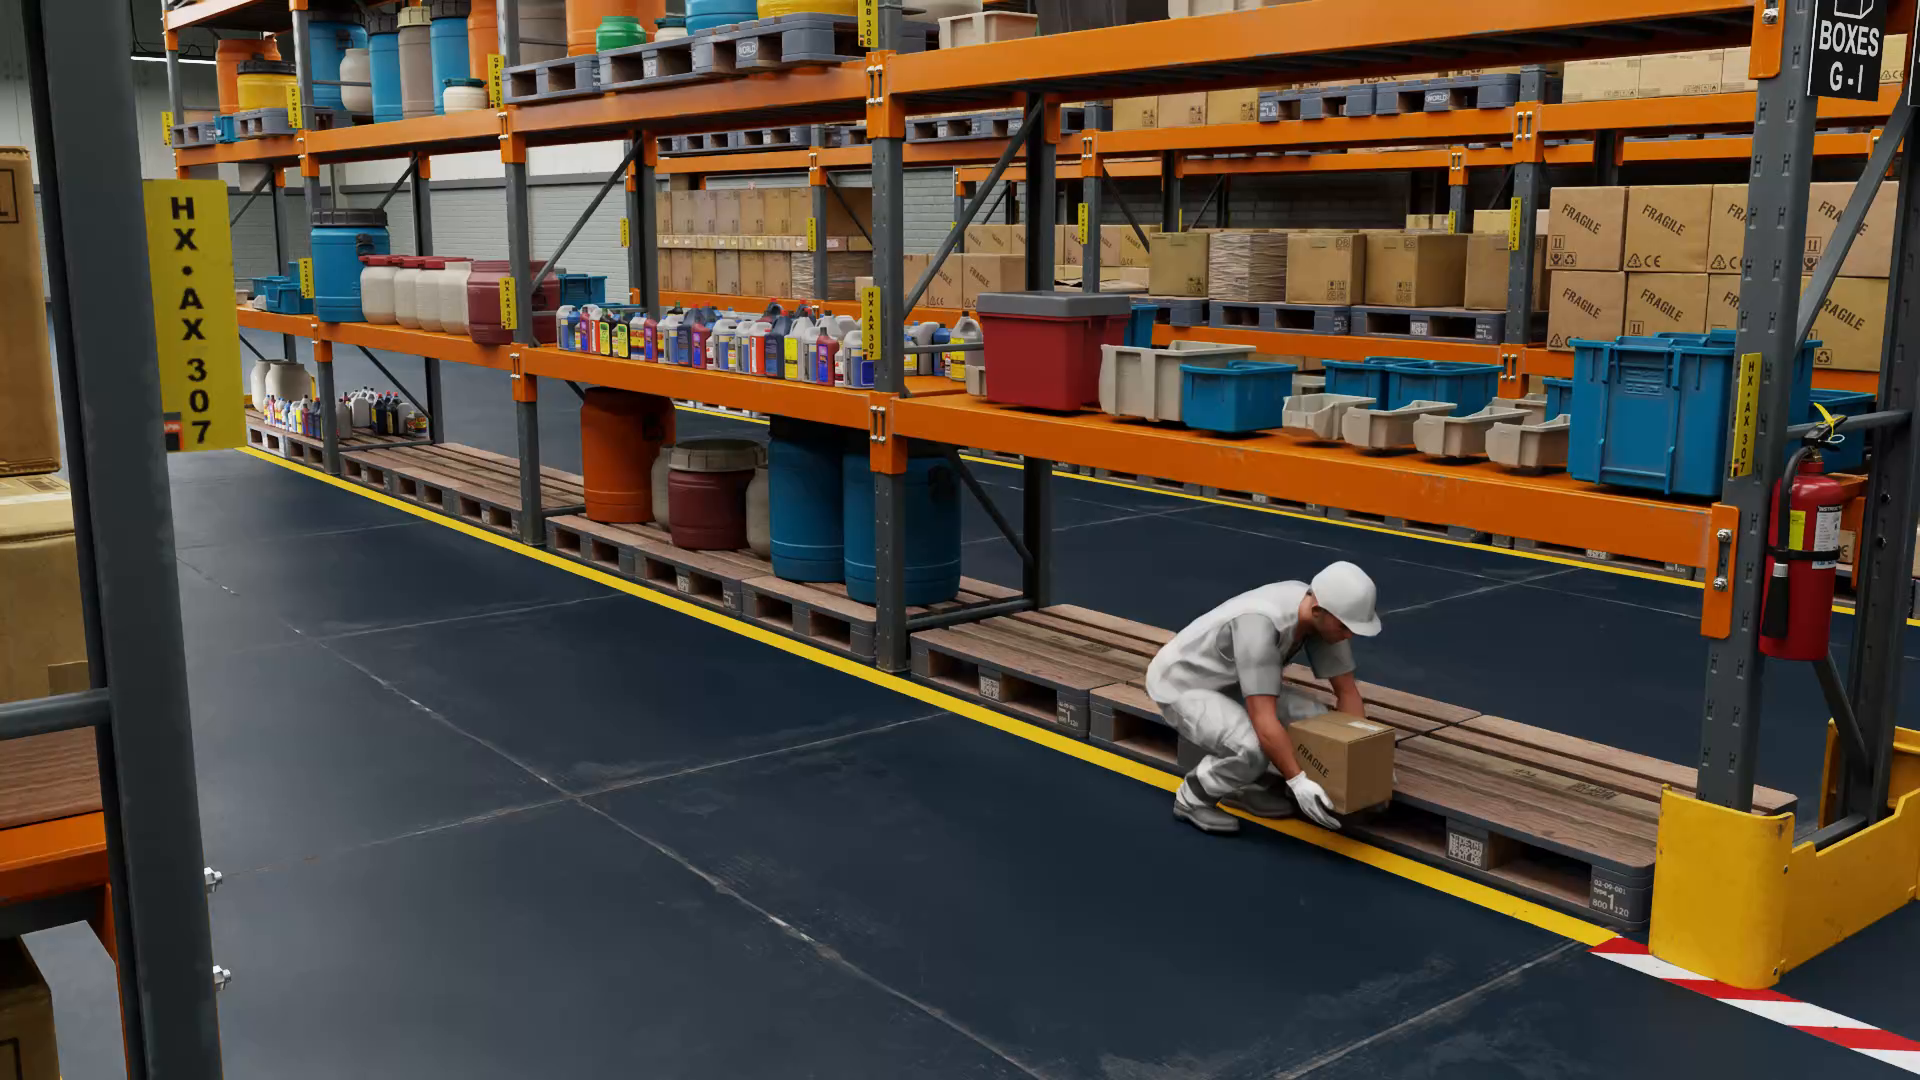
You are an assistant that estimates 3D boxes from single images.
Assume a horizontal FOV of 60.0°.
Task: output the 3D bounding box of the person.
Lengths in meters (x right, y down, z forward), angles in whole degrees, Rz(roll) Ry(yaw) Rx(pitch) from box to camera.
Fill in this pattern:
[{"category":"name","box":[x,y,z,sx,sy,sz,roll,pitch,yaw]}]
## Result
[{"category":"person","box":[1.067,0.523,5.767,0.574,0.992,0.879,-8,14,-38]}]
